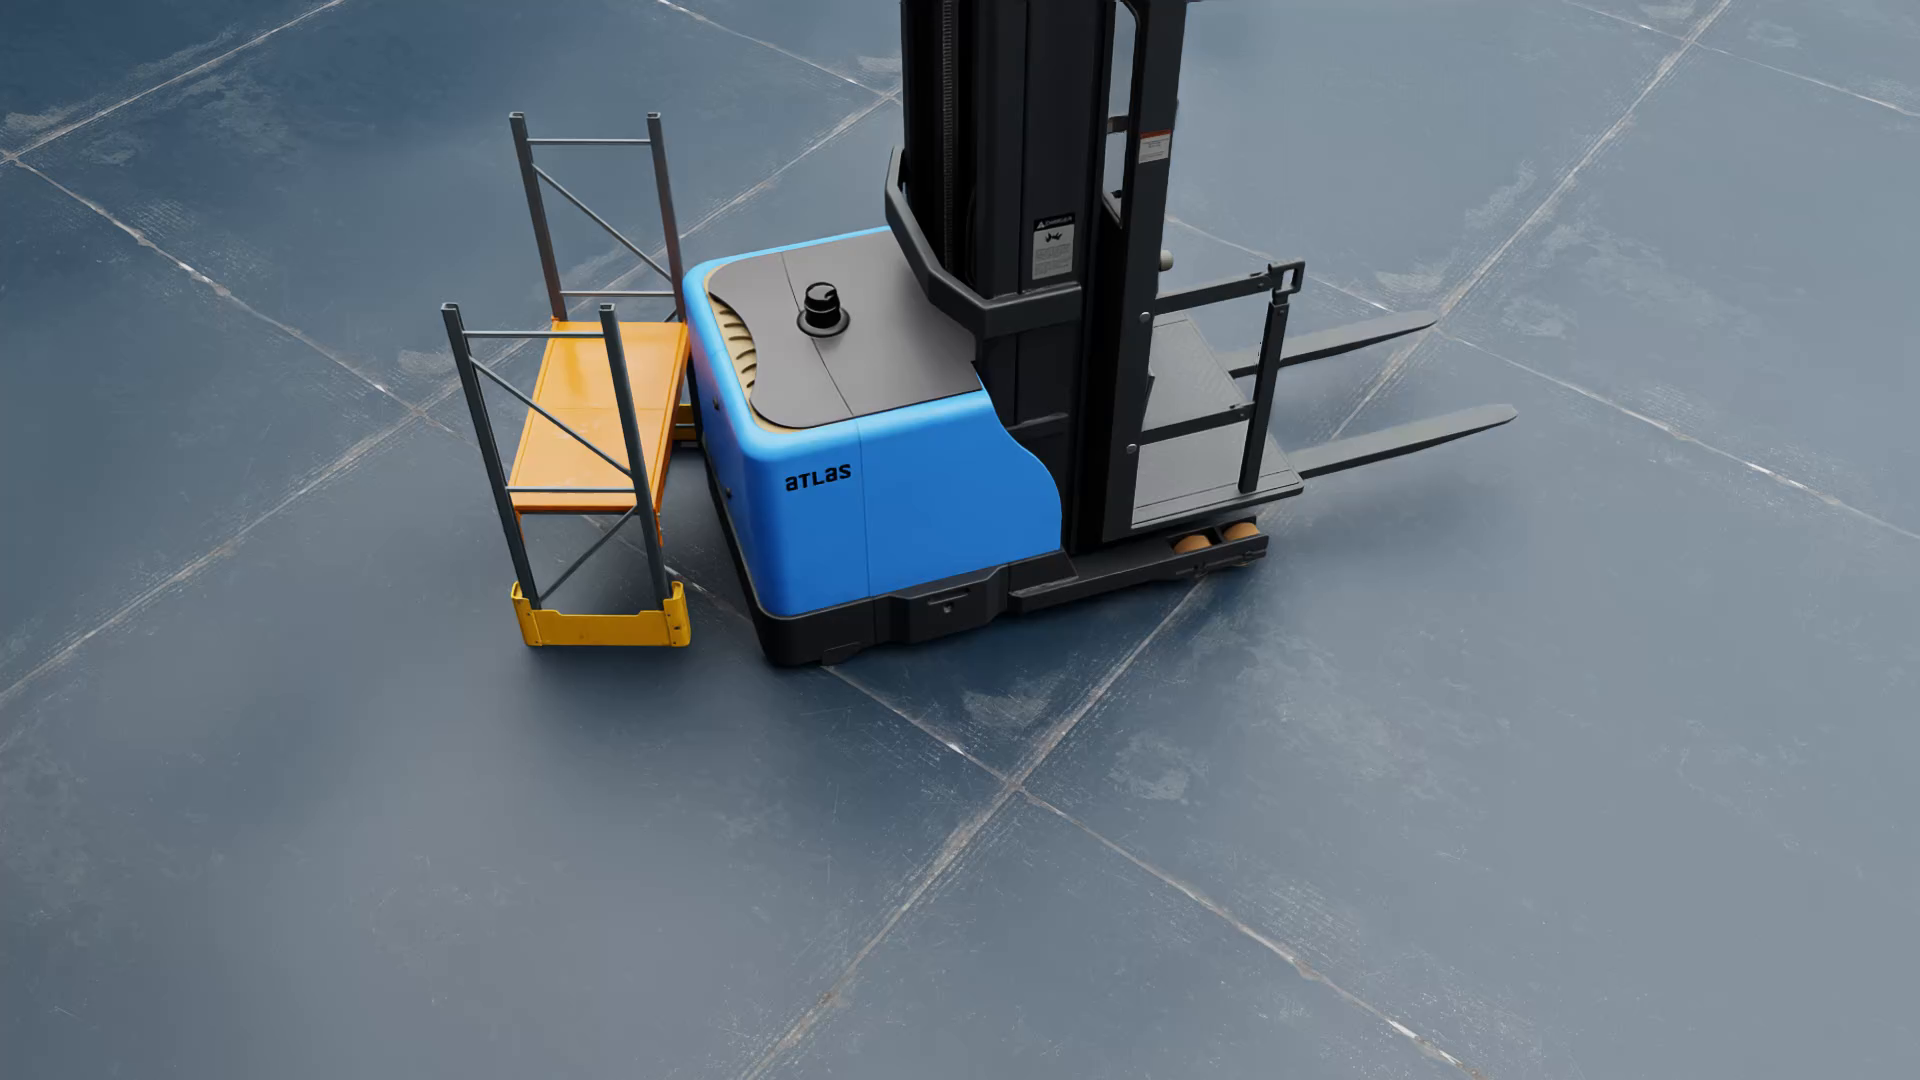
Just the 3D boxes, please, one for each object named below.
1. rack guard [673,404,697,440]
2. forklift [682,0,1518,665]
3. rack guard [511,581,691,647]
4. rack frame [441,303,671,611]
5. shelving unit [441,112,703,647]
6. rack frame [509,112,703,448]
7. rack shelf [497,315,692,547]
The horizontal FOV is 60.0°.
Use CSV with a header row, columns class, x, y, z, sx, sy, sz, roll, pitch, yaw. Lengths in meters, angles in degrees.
class,x,y,z,sx,sy,sz,roll,pitch,yaw
rack guard,-1.247,-0.462,6.518,0.587,0.250,0.087,0,46,0
forklift,0.613,-1.220,5.388,3.031,2.935,1.130,-14,48,-13
rack guard,-1.253,0.259,5.830,0.587,0.250,0.087,0,46,0
rack frame,-1.253,-0.159,5.365,0.500,1.500,0.032,0,46,0
shelving unit,-1.250,-0.533,5.722,0.587,1.500,1.083,0,46,0
rack frame,-1.247,-0.894,6.067,0.500,1.500,0.032,0,46,0
rack shelf,-1.250,-0.402,5.846,0.538,0.185,1.000,0,46,0
